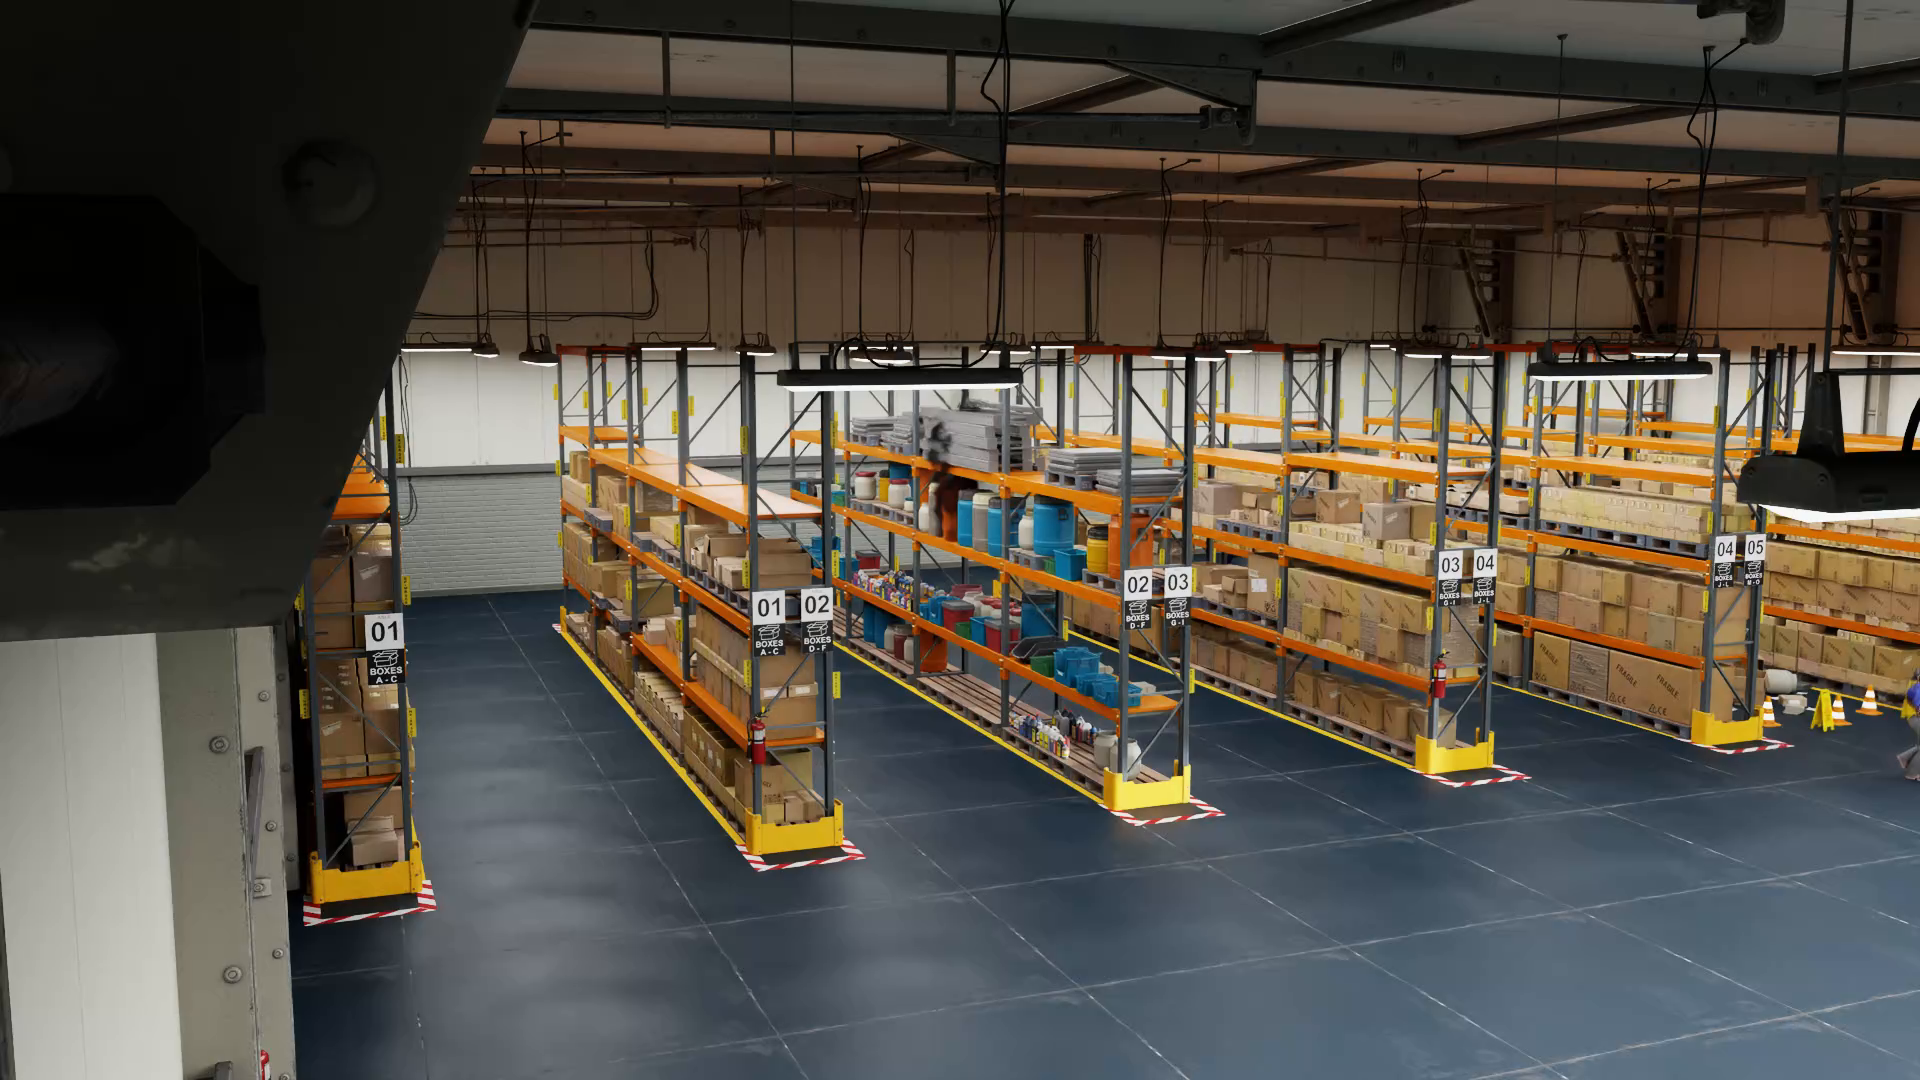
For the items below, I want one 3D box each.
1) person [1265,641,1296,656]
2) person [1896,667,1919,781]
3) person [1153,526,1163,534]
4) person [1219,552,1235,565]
[{"bbox_3d":[6.152,1.411,31.797,0.692,1.839,0.842,-4,8,-26],"label":"person"},{"bbox_3d":[13.501,2.583,23.322,0.572,1.596,0.571,3,8,25],"label":"person"},{"bbox_3d":[4.590,0.526,39.012,0.717,1.748,0.535,0,7,2],"label":"person"},{"bbox_3d":[6.695,0.293,41.457,0.530,1.574,0.649,4,8,29],"label":"person"}]
